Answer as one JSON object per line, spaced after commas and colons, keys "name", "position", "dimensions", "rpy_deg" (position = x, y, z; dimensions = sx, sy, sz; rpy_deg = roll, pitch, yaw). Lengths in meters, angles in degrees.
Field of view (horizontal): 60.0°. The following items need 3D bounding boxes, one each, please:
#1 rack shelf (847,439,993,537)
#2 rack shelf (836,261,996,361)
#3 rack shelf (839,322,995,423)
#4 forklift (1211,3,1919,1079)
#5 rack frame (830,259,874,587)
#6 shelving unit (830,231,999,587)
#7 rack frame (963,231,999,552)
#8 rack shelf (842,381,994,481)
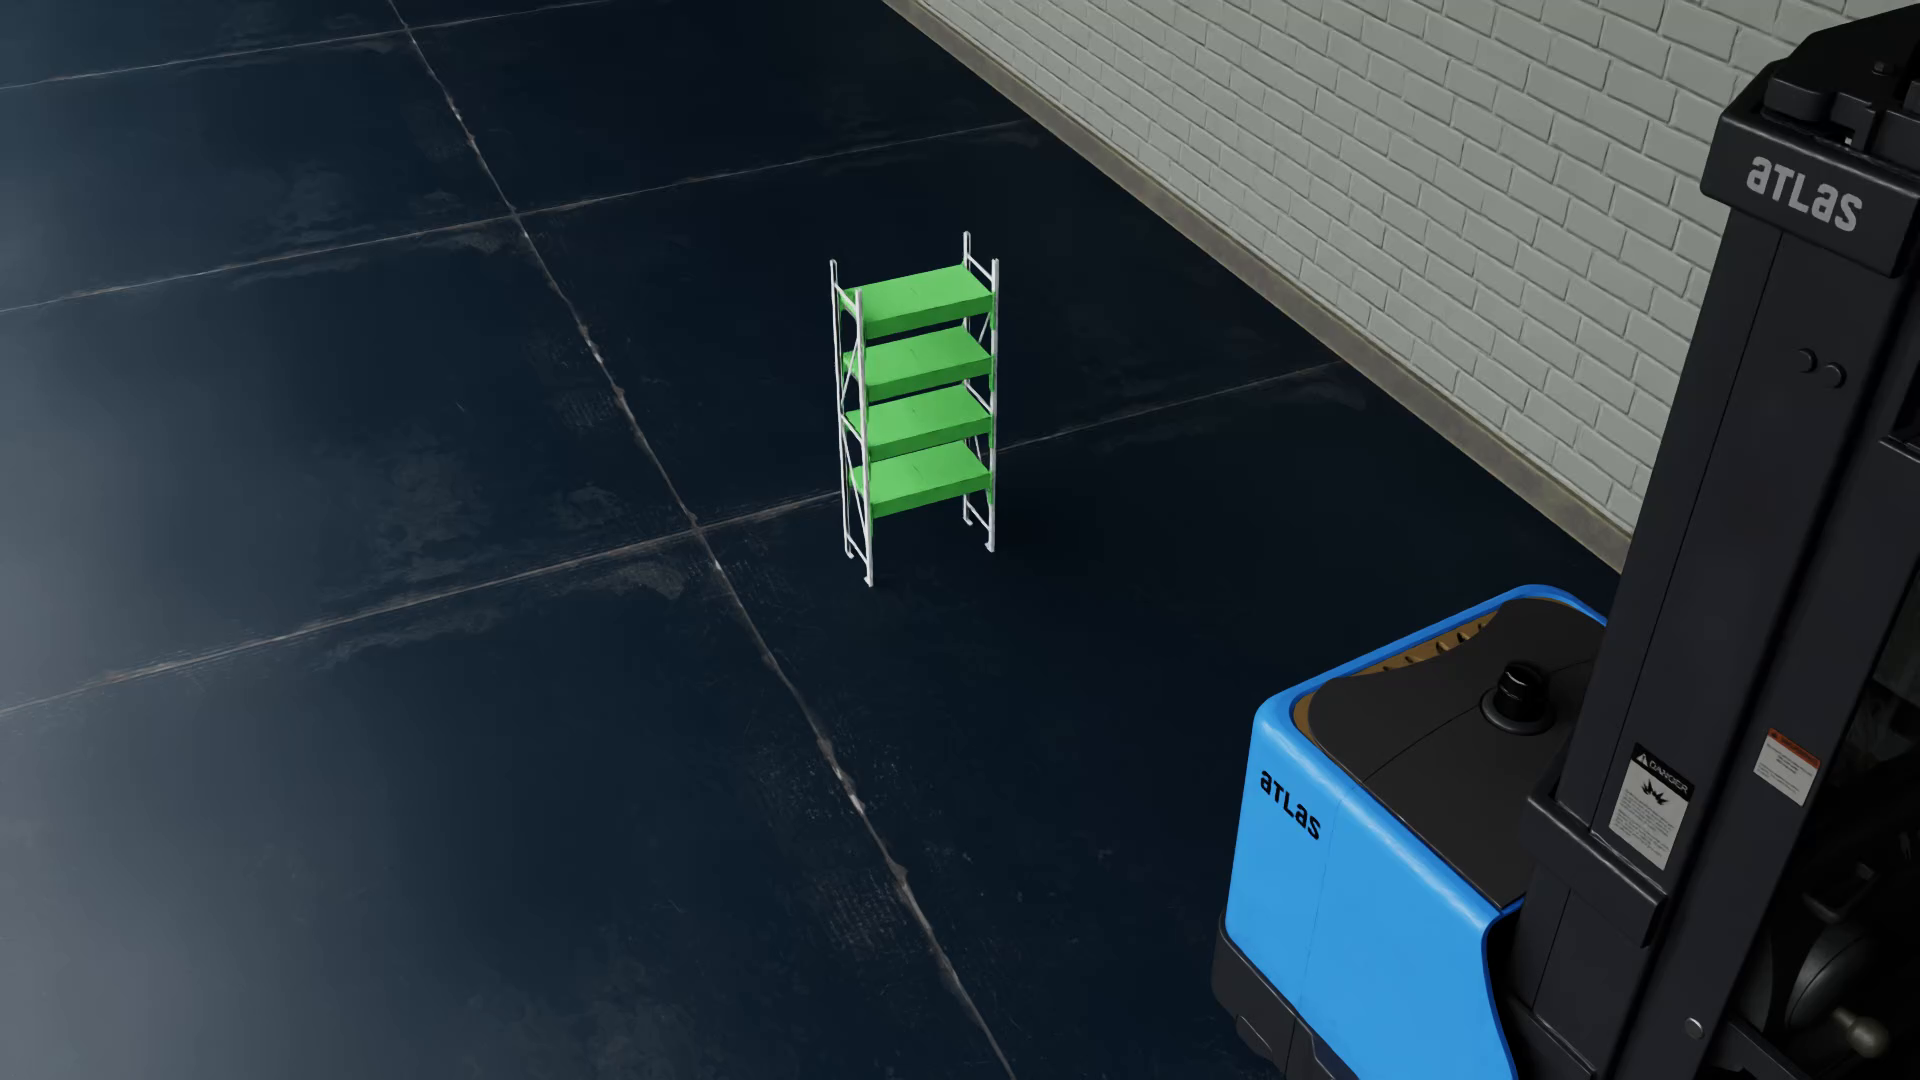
{"name": "rack shelf", "position": [-0.150, -0.196, 6.017], "dimensions": [0.480, 0.148, 0.258], "rpy_deg": [-16, 39, -20]}
{"name": "rack shelf", "position": [-0.150, -0.774, 5.588], "dimensions": [0.480, 0.148, 0.258], "rpy_deg": [-16, 39, -20]}
{"name": "rack shelf", "position": [-0.150, -0.581, 5.731], "dimensions": [0.480, 0.148, 0.258], "rpy_deg": [-16, 39, -20]}
{"name": "forklift", "position": [1.869, 0.677, 2.877], "dimensions": [1.130, 2.935, 3.031], "rpy_deg": [-20, 41, -24]}
{"name": "rack frame", "position": [-0.371, -0.378, 5.753], "dimensions": [0.015, 1.200, 0.240], "rpy_deg": [-16, 39, -20]}
{"name": "shelving unit", "position": [-0.150, -0.440, 5.836], "dimensions": [0.503, 1.200, 0.258], "rpy_deg": [-16, 39, -20]}
{"name": "rack frame", "position": [0.071, -0.502, 5.919], "dimensions": [0.015, 1.200, 0.240], "rpy_deg": [-16, 39, -20]}
{"name": "rack shelf", "position": [-0.150, -0.389, 5.874], "dimensions": [0.480, 0.148, 0.258], "rpy_deg": [-16, 39, -20]}
